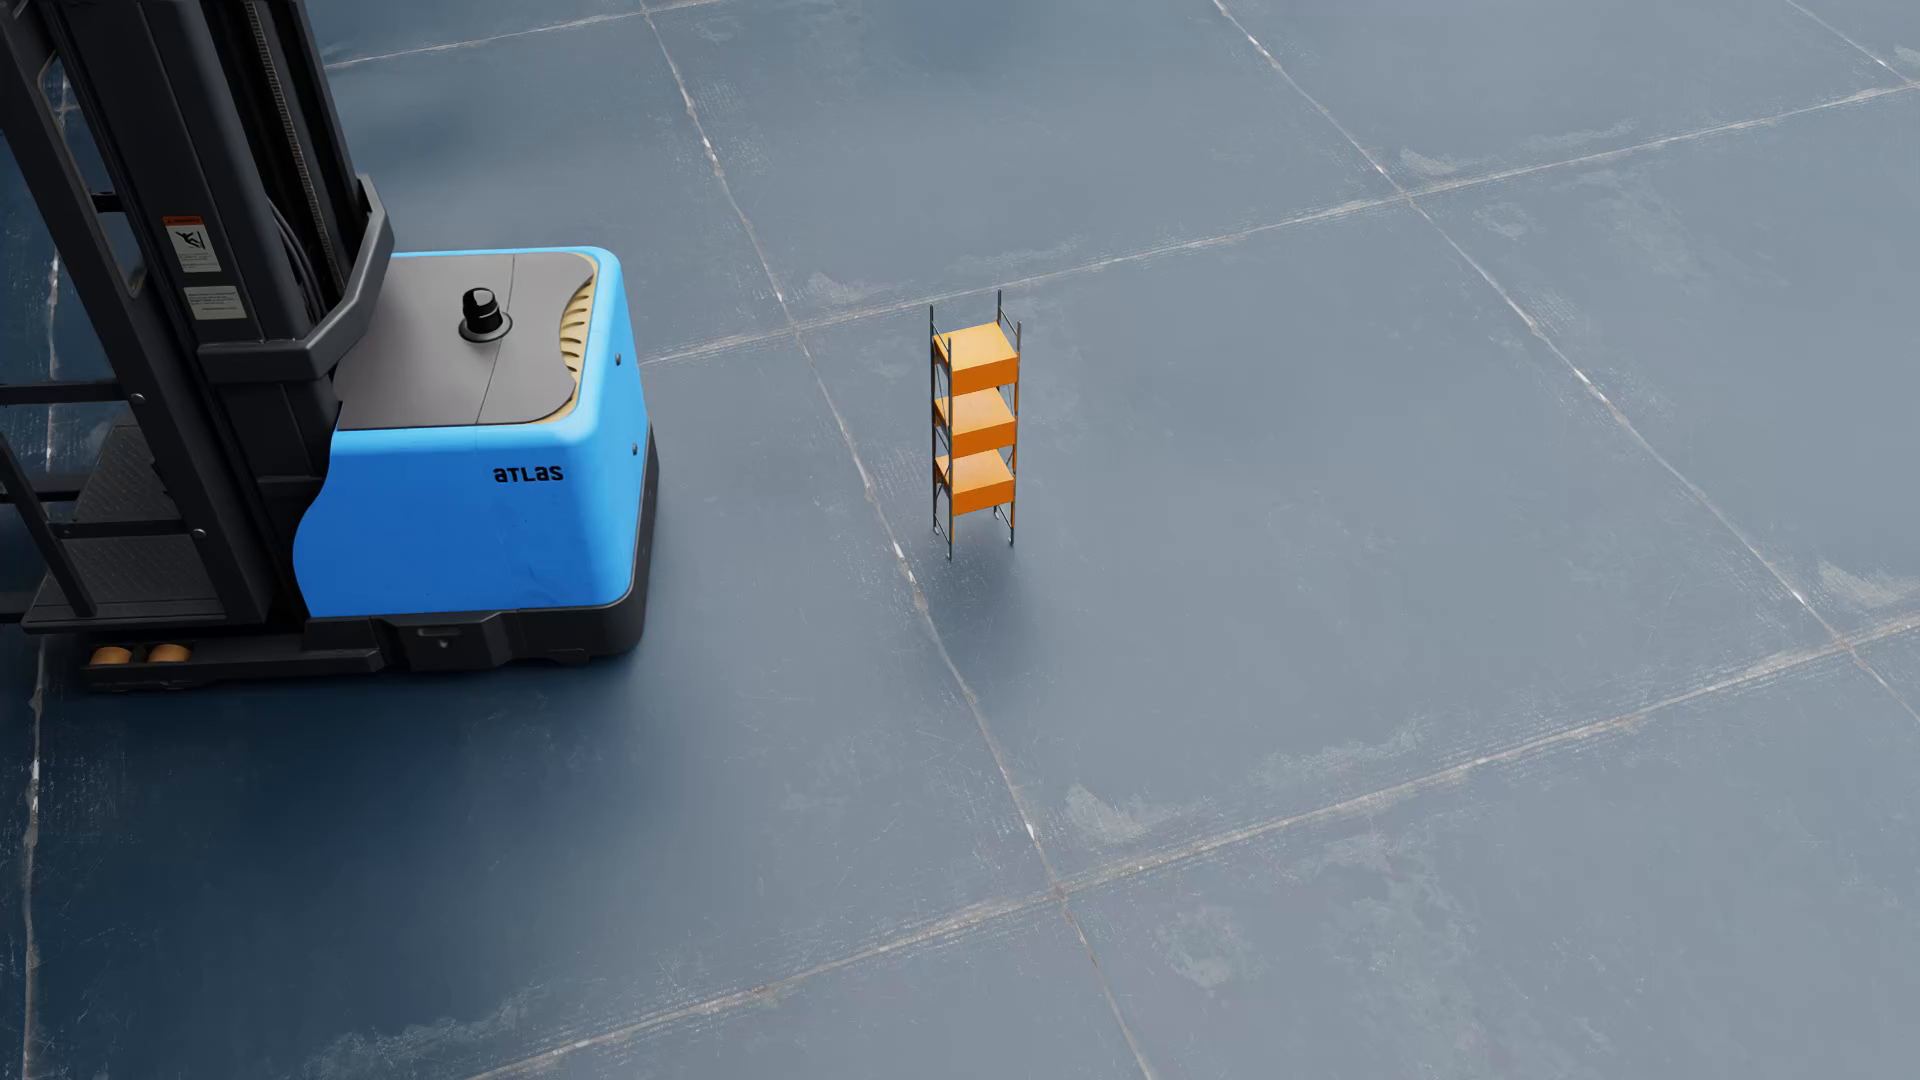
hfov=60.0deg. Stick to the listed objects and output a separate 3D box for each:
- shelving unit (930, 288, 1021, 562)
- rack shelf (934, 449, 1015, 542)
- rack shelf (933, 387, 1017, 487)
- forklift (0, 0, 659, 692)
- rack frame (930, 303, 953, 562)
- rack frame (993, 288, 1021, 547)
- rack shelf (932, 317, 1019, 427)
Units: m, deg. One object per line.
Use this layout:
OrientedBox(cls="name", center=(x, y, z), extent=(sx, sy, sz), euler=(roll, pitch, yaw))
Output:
OrientedBox(cls="shelving unit", center=(0.050, -0.383, 5.891), extent=(0.252, 1.050, 0.215), euler=(-14, 47, -14))
OrientedBox(cls="rack shelf", center=(0.050, -0.180, 6.095), extent=(0.240, 0.259, 0.215), euler=(-14, 47, -14))
OrientedBox(cls="rack shelf", center=(0.050, -0.376, 5.898), extent=(0.240, 0.259, 0.215), euler=(-14, 47, -14))
OrientedBox(cls="forklift", center=(-2.649, -0.898, 5.076), extent=(3.031, 2.935, 1.130), euler=(-2, 45, -2))
OrientedBox(cls="rack frame", center=(-0.064, -0.354, 5.862), extent=(0.008, 1.050, 0.200), euler=(-14, 47, -14))
OrientedBox(cls="rack frame", center=(0.165, -0.413, 5.920), extent=(0.008, 1.050, 0.200), euler=(-14, 47, -14))
OrientedBox(cls="rack shelf", center=(0.050, -0.576, 5.697), extent=(0.240, 0.259, 0.215), euler=(-14, 47, -14))
